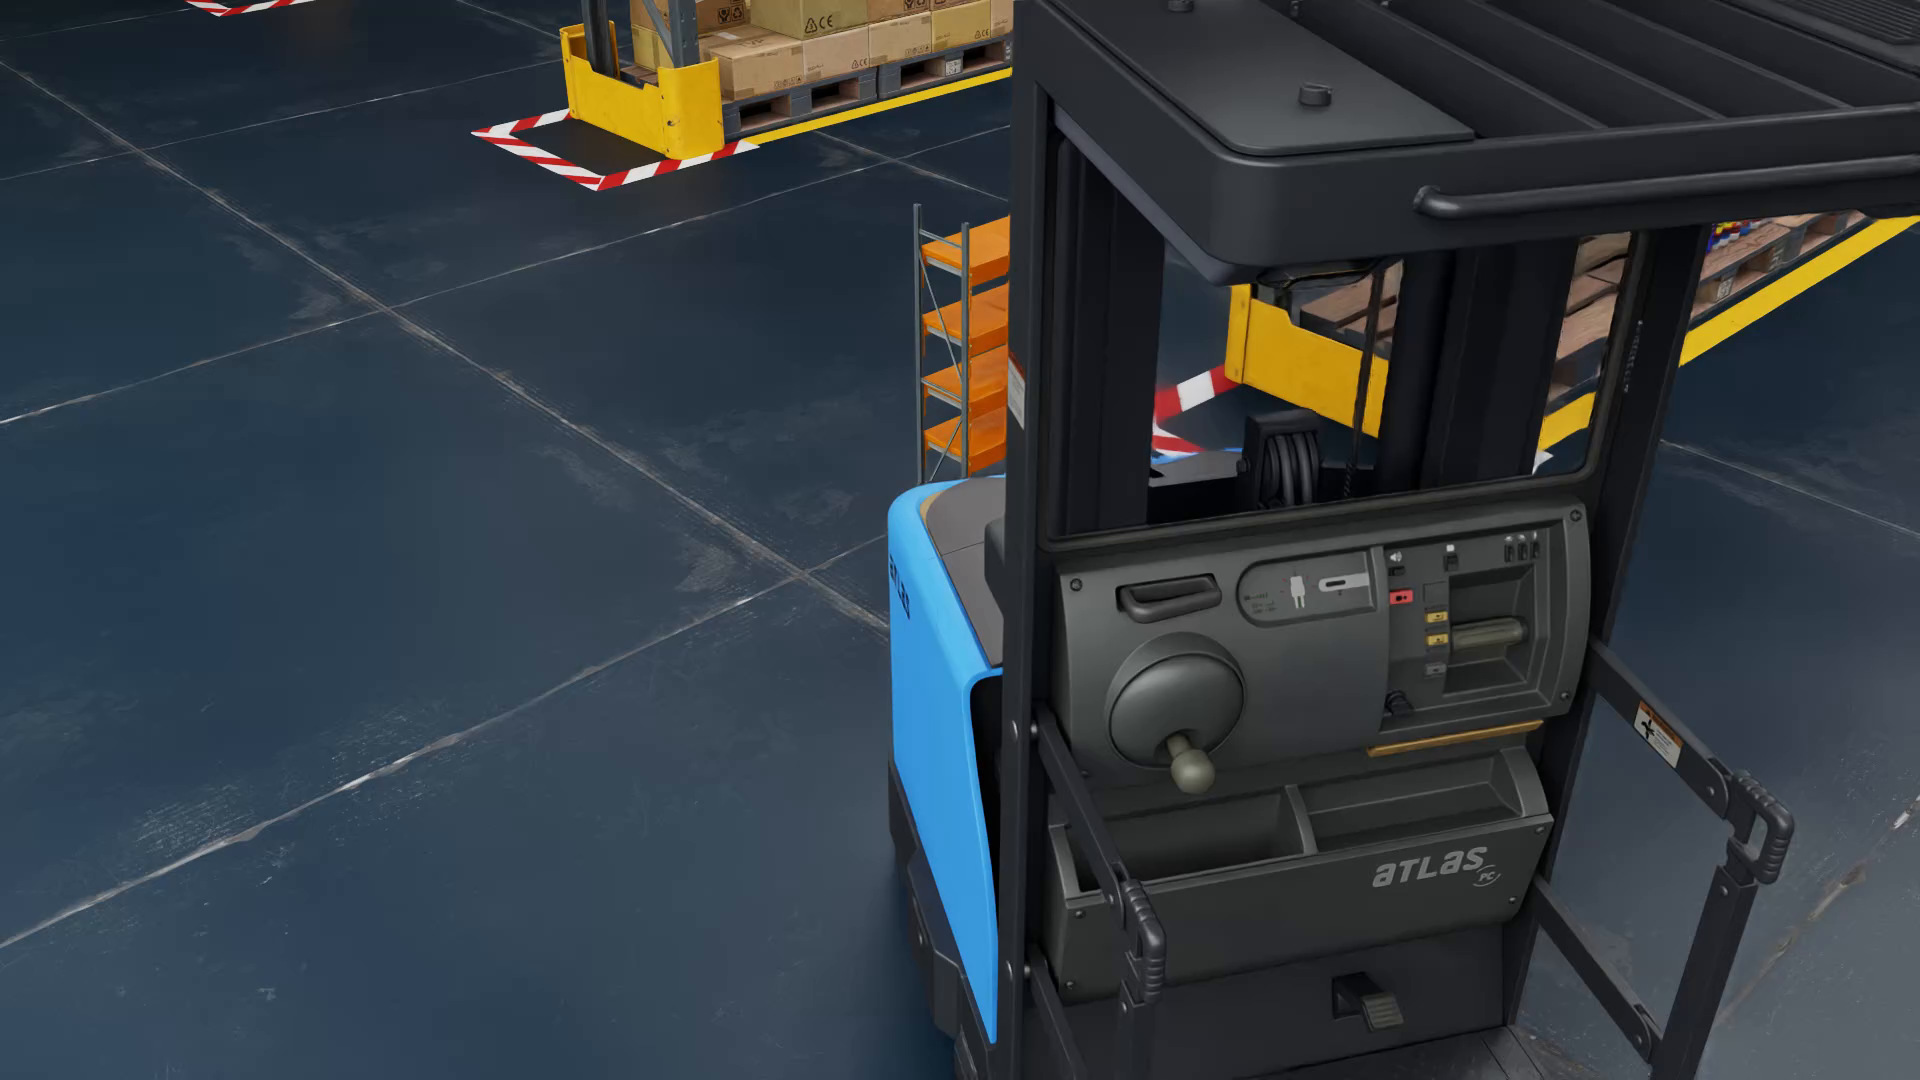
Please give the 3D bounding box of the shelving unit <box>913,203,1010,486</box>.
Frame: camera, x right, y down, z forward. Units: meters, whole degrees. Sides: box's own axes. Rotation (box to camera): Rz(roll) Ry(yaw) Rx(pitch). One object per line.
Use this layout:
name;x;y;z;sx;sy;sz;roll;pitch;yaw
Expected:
shelving unit;0.121;-0.571;5.533;0.503;1.200;0.258;-26;40;-35

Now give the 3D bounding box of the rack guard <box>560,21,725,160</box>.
rack guard;-1.820;-2.581;9.491;0.348;0.500;1.175;-26;40;-35

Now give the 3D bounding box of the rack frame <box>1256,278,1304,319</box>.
rack frame;1.563;-1.759;5.752;0.127;3.000;1.000;-26;40;-35

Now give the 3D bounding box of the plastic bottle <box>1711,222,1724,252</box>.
plastic bottle;3.355;-1.429;7.405;0.097;0.271;0.097;0;31;0

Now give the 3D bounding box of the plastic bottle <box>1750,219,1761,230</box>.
plastic bottle;3.652;-1.542;7.658;0.097;0.201;0.097;0;31;0

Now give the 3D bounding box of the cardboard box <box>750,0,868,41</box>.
cardboard box;-0.893;-3.265;9.728;0.500;0.500;0.500;-26;40;-35

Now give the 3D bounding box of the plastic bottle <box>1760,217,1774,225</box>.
plastic bottle;3.720;-1.627;7.724;0.135;0.276;0.152;-25;39;-35

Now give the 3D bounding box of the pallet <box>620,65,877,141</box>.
pallet;-1.270;-2.753;10.050;1.213;0.211;1.003;-26;40;-35

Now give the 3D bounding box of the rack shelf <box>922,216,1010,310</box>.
rack shelf;0.121;-0.906;5.328;0.480;0.148;0.258;-26;40;-35

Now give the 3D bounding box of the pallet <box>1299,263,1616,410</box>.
pallet;2.186;-0.901;7.021;1.213;0.211;1.003;-26;40;-35

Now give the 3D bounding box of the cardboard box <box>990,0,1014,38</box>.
cardboard box;0.209;-3.476;10.792;0.500;0.250;0.500;-26;40;-35

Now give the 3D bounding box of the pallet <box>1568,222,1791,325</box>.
pallet;3.080;-1.331;7.725;1.213;0.211;1.003;-26;40;-35

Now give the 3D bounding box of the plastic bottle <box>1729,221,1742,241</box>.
plastic bottle;3.501;-1.469;7.538;0.097;0.201;0.097;0;31;0

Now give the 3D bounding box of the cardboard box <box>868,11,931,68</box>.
cardboard box;-0.527;-3.123;10.215;0.500;0.250;0.500;-26;40;-35

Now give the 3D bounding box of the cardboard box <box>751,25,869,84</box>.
cardboard box;-0.894;-2.946;9.925;0.500;0.250;0.500;-26;40;-35

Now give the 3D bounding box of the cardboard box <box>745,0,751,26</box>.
cardboard box;-1.252;-3.147;10.254;0.500;0.250;0.500;-26;40;-35

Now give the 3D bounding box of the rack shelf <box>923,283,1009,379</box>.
rack shelf;0.121;-0.704;5.451;0.480;0.148;0.258;-26;40;-35

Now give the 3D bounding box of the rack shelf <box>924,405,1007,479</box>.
rack shelf;0.121;-0.344;5.672;0.480;0.148;0.258;-26;40;-35

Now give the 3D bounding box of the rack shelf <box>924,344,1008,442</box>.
rack shelf;0.121;-0.513;5.568;0.480;0.148;0.258;-26;40;-35

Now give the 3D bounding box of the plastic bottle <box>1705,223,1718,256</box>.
plastic bottle;3.282;-1.386;7.323;0.133;0.283;0.061;-25;39;-35

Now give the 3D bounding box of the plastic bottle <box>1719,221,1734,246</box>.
plastic bottle;3.429;-1.464;7.463;0.097;0.271;0.097;0;31;0

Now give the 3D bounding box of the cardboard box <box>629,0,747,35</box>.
cardboard box;-1.612;-3.286;9.762;0.500;0.500;0.500;-26;40;-35

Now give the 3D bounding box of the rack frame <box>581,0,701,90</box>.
rack frame;-1.802;-3.656;8.853;0.127;3.000;1.000;-26;40;-35

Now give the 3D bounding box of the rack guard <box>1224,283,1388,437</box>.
rack guard;1.586;-0.738;6.478;0.348;0.500;1.175;-26;40;-35

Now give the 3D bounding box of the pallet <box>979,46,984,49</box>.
pallet;0.519;-3.619;11.466;1.213;0.211;1.003;-26;40;-35

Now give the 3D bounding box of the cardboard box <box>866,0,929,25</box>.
cardboard box;-0.535;-3.447;10.026;0.500;0.500;0.500;-26;40;-35

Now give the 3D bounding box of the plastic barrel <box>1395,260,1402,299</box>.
plastic barrel;1.993;-1.140;6.721;0.421;0.512;0.421;0;31;0

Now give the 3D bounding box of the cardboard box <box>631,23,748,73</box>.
cardboard box;-1.610;-2.965;9.957;0.500;0.250;0.500;-26;40;-35

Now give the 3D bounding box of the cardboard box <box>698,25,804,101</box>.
cardboard box;-1.258;-2.767;9.633;0.500;0.250;0.500;-26;40;-35

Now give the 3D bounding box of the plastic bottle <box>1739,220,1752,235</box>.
plastic bottle;3.577;-1.536;7.580;0.097;0.271;0.097;0;31;0

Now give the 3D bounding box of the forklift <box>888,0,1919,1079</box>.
forklift;0.670;0.224;2.573;1.130;2.935;3.031;-7;32;-12

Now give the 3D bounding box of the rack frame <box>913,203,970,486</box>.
rack frame;-0.058;-0.484;5.391;0.015;1.200;0.240;-26;40;-35

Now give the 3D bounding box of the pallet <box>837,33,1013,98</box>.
pallet;-0.376;-3.184;10.754;1.213;0.211;1.003;-26;40;-35

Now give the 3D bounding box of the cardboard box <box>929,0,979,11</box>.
cardboard box;-0.156;-3.618;10.305;0.500;0.500;0.500;-26;40;-35

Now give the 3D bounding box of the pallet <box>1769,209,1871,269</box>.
pallet;3.975;-1.766;8.436;1.213;0.211;1.003;-26;40;-35

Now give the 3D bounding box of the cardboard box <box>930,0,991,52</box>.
cardboard box;-0.157;-3.298;10.502;0.500;0.250;0.500;-26;40;-35
